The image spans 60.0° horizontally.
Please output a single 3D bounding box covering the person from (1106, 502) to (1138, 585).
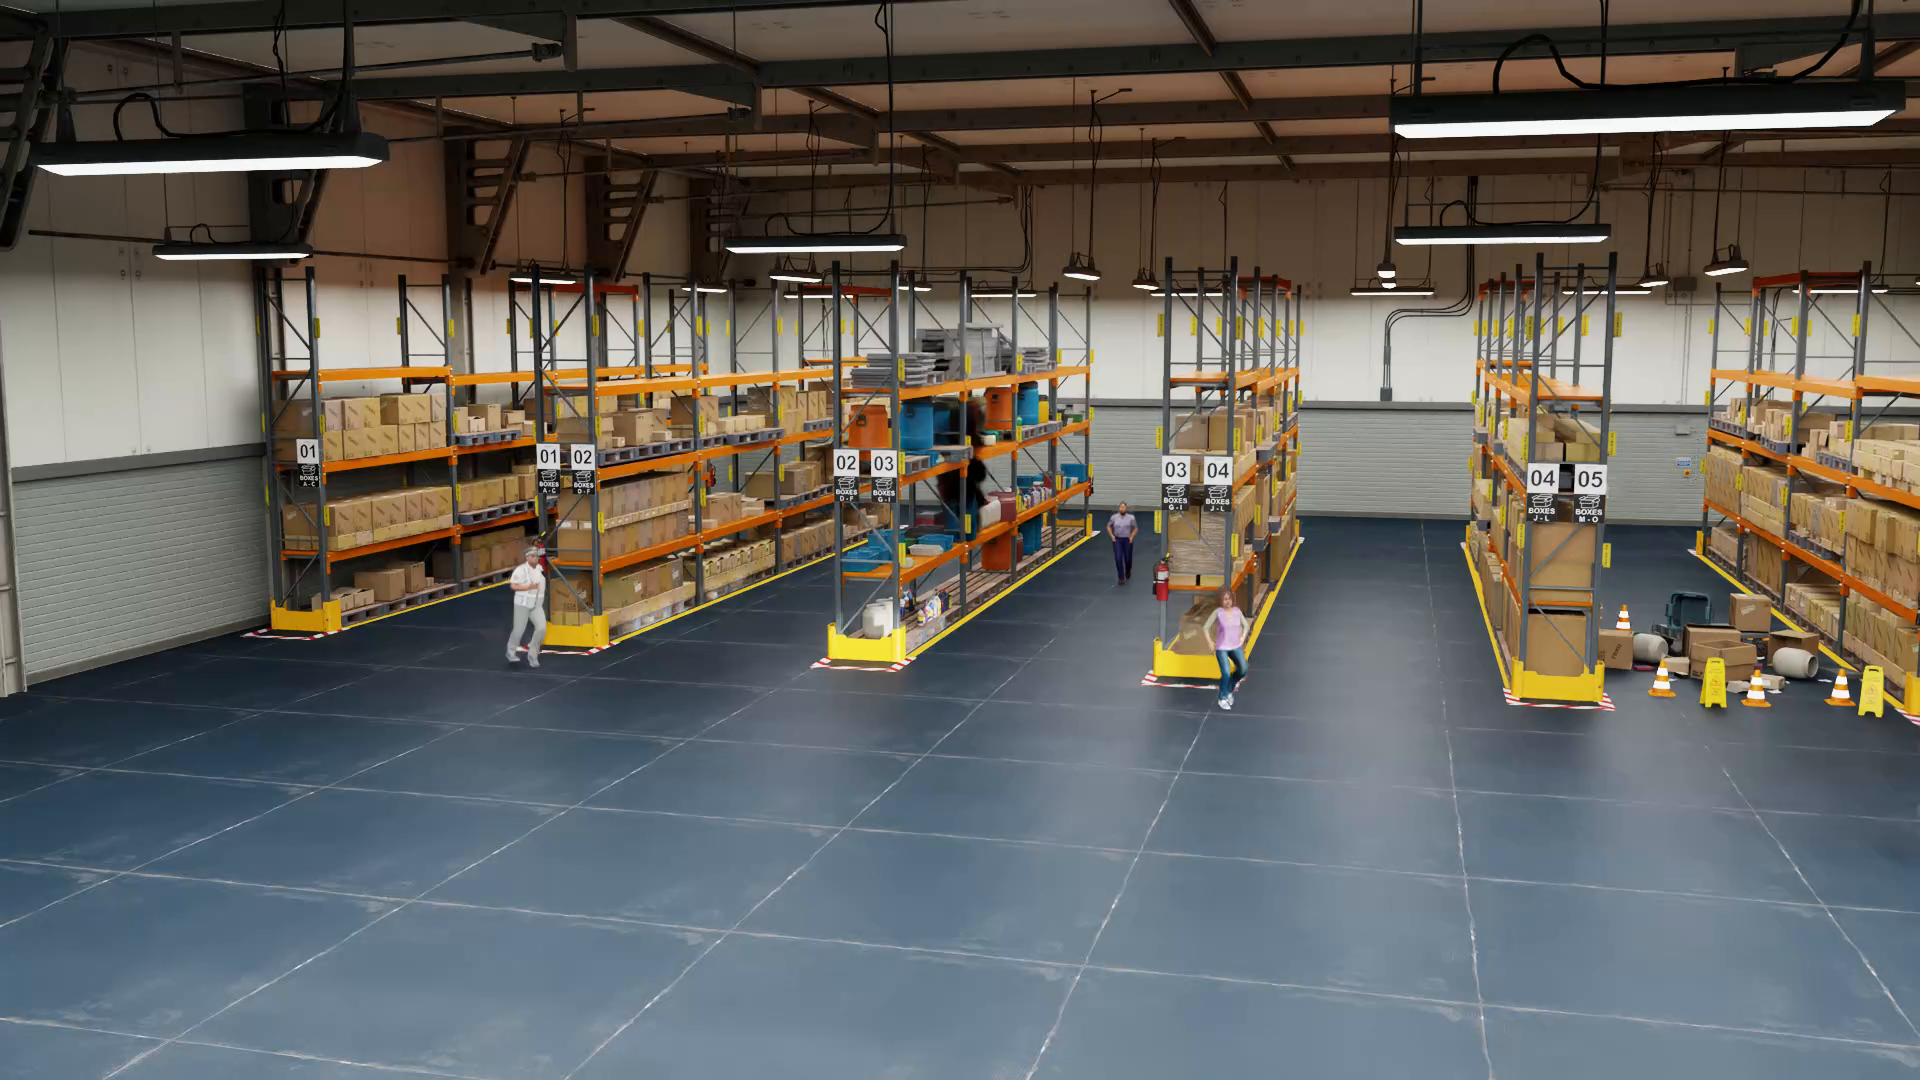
[{"bbox_3d":[3.193,0.050,32.802,0.614,1.618,0.598,1,7,6],"label":"person"}]

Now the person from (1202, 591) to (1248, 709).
[{"bbox_3d":[3.559,1.459,21.995,0.631,1.573,0.444,-3,8,-19],"label":"person"}]

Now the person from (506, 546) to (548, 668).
[{"bbox_3d":[-6.413,1.005,24.818,0.762,1.854,0.658,7,10,44],"label":"person"}]
